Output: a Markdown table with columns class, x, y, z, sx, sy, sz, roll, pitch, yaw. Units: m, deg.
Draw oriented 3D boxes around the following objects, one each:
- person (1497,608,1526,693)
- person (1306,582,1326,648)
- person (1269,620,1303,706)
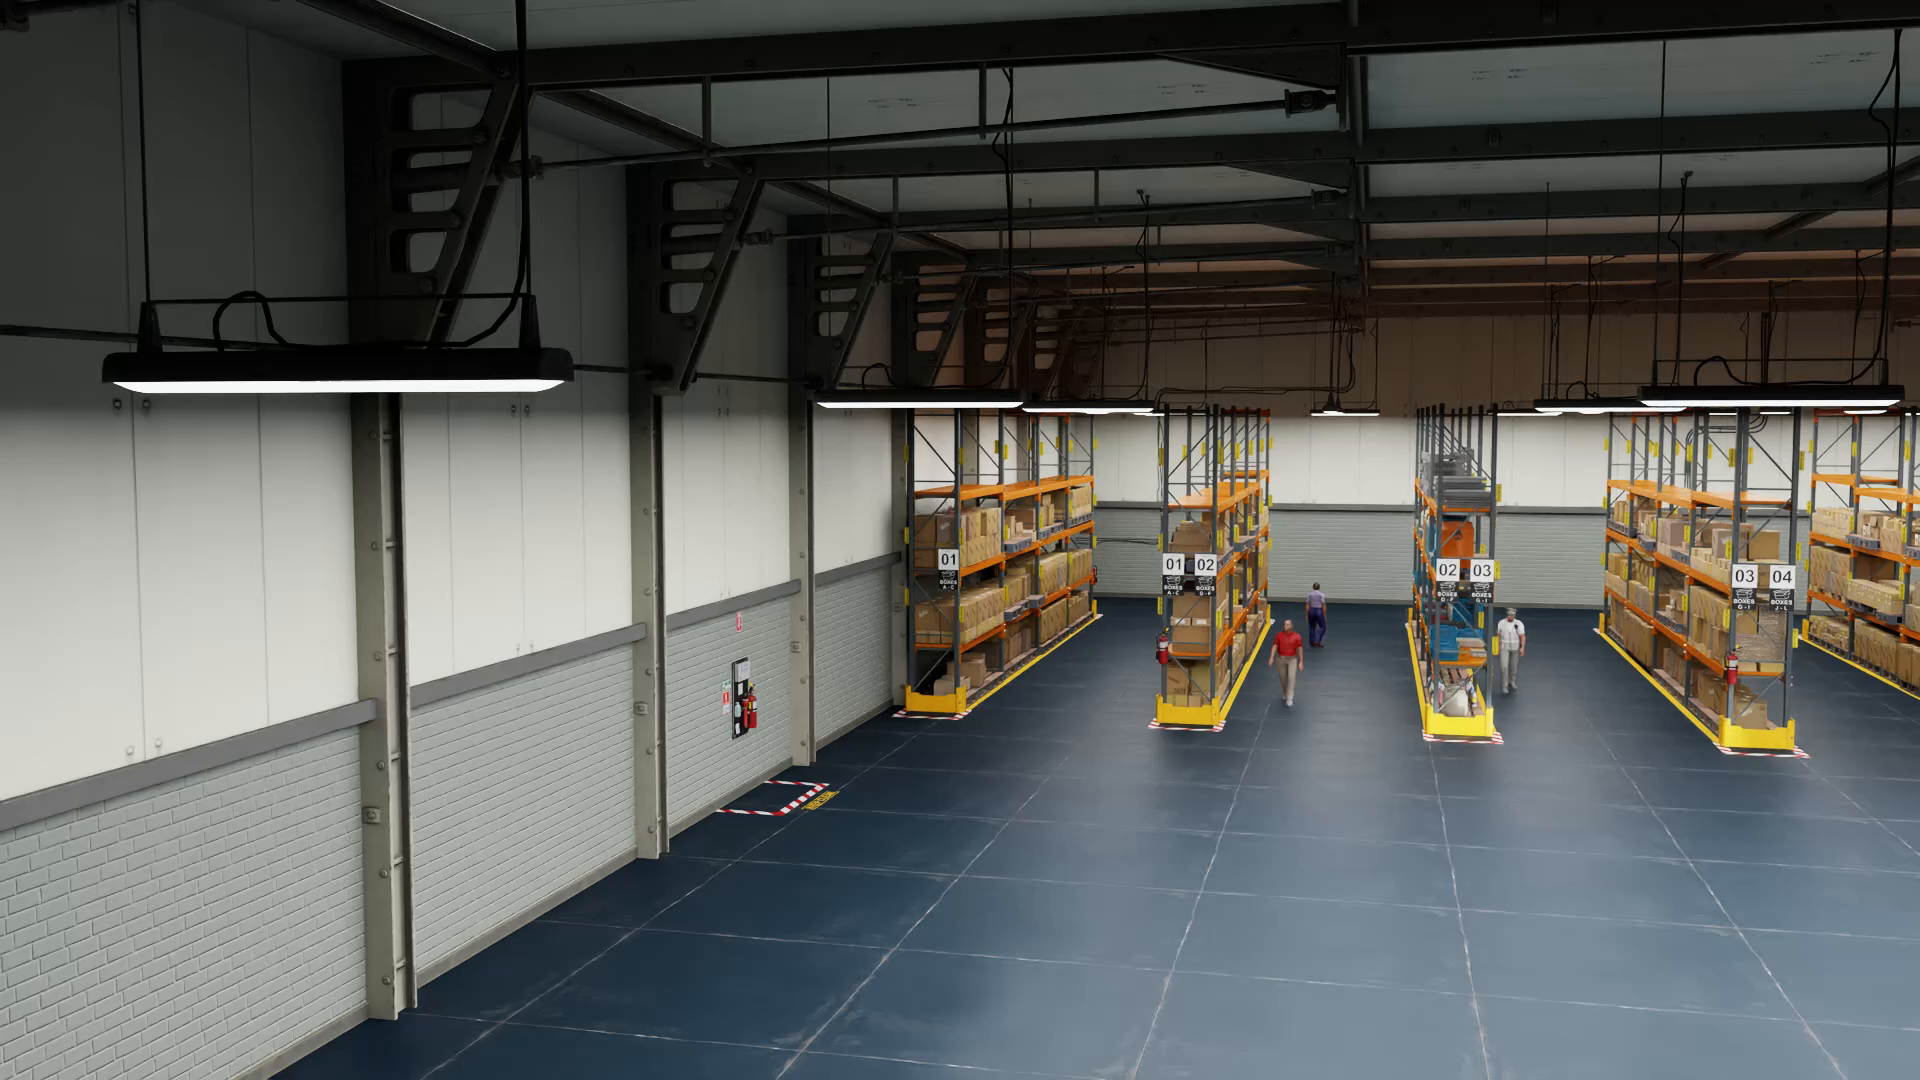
| class | x | y | z | sx | sy | sz | roll | pitch | yaw |
| --- | --- | --- | --- | --- | --- | --- | --- | --- | --- |
| person | 11.598 | 2.315 | 34.999 | 0.559 | 1.780 | 0.646 | 1 | 4 | 12 |
| person | 8.896 | 1.878 | 41.584 | 0.533 | 1.649 | 0.481 | 3 | 5 | 32 |
| person | 6.536 | 2.432 | 33.345 | 0.649 | 1.663 | 1.024 | 1 | 4 | 19 |
